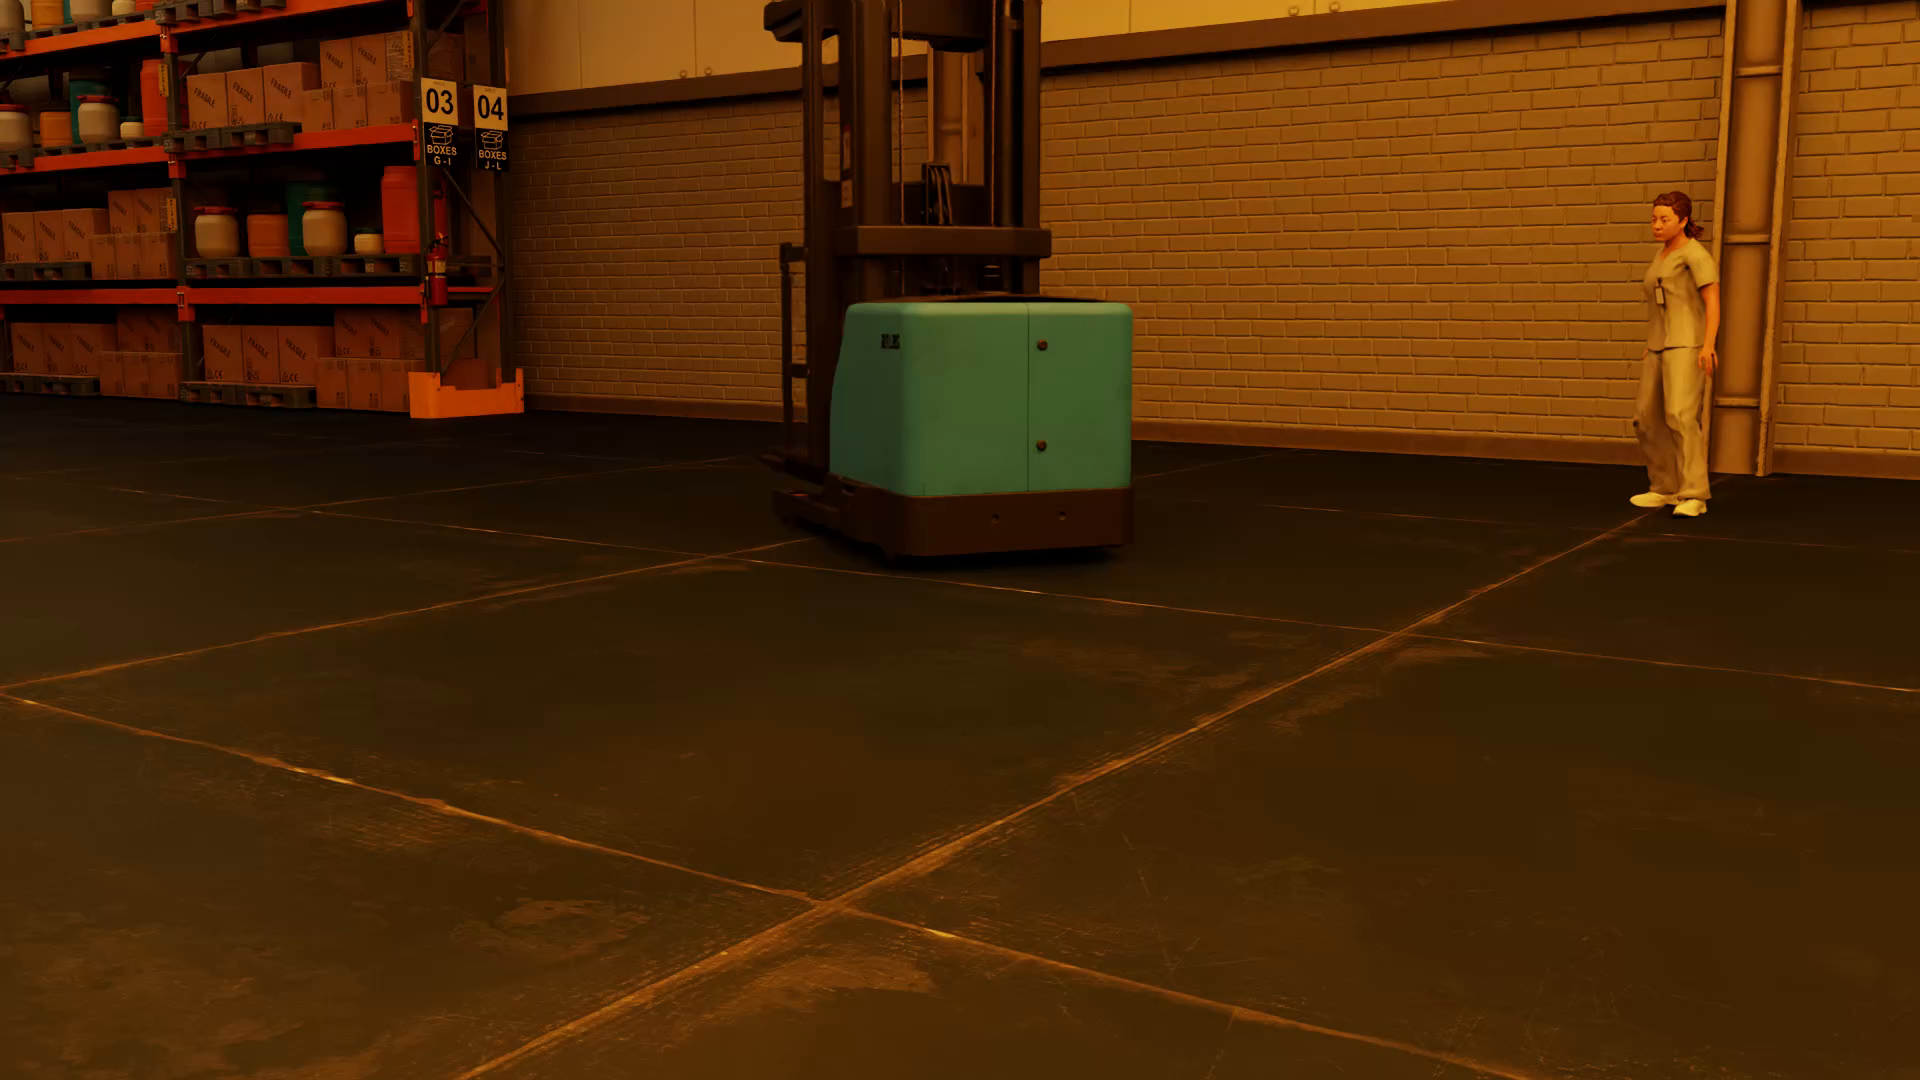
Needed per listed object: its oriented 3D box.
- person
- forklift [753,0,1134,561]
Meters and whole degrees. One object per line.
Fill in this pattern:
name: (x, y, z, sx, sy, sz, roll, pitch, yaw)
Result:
person: (3.726, -0.975, 8.633, 0.367, 1.647, 0.758, -1, 8, -10)
forklift: (-0.289, -1.535, 7.987, 1.130, 2.935, 3.031, -3, 9, -22)
